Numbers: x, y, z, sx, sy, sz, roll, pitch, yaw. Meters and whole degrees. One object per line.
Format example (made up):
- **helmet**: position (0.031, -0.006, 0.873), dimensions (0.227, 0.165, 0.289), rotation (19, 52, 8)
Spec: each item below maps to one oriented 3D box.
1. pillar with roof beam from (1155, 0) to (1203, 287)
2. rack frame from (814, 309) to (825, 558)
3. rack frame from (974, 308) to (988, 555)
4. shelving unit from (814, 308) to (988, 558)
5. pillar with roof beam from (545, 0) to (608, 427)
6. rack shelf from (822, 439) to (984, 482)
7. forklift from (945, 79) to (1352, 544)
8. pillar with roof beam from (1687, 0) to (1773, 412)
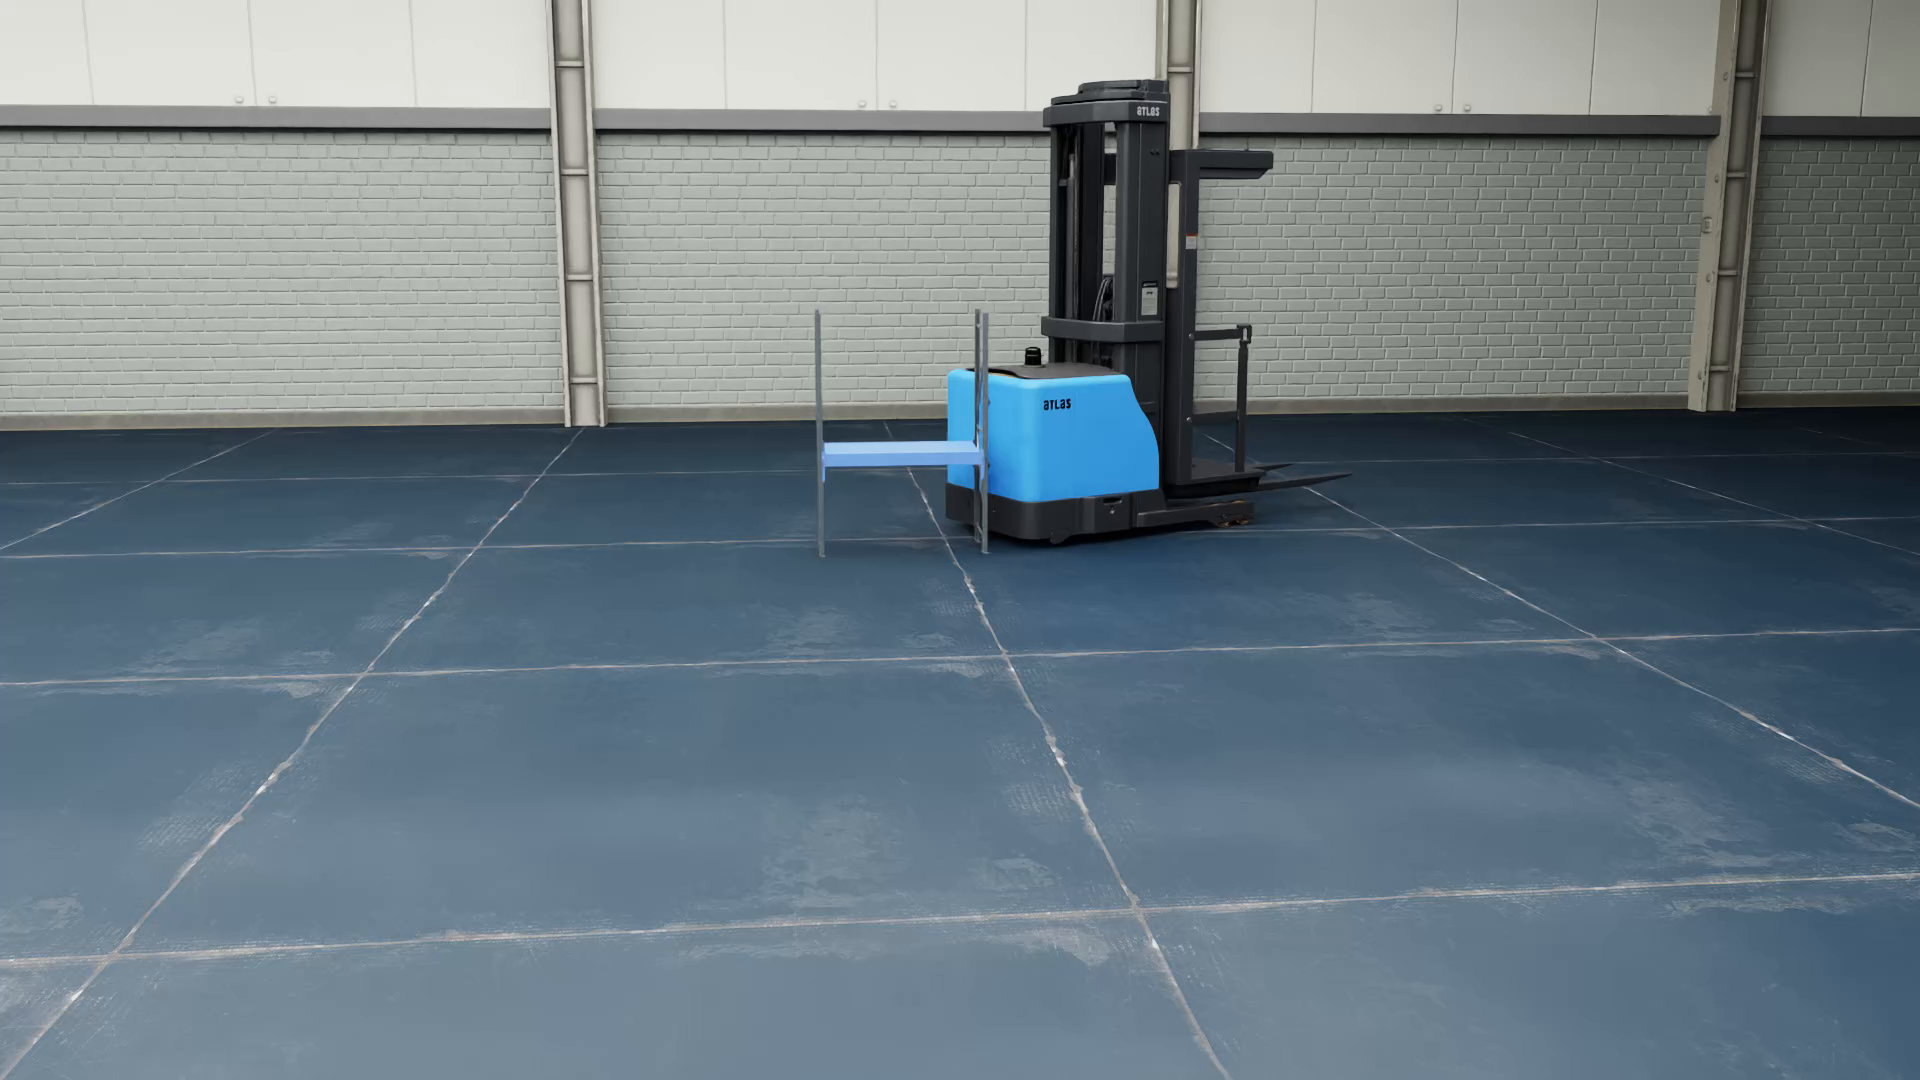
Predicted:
- **pillar with roof beam**: position (2.659, -4.881, 12.367), dimensions (0.400, 9.000, 9.100), rotation (-1, 11, -6)
- **rack frame**: position (-0.880, -0.673, 10.403), dimensions (0.032, 1.500, 0.500), rotation (-1, 11, -6)
- **rack frame**: position (0.132, -0.692, 10.502), dimensions (0.032, 1.500, 0.500), rotation (-1, 11, -6)
- **shelving unit**: position (-0.374, -0.683, 10.453), dimensions (1.048, 1.500, 0.538), rotation (-1, 11, -6)
- **pillar with roof beam**: position (-3.306, -4.756, 11.731), dimensions (0.400, 9.000, 9.100), rotation (-1, 11, -6)
- **rack shelf**: position (-0.374, -0.506, 10.487), dimensions (1.000, 0.185, 0.538), rotation (-1, 11, -6)
- **forklift**: position (1.421, -1.602, 11.419), dimensions (3.031, 2.935, 1.130), rotation (-7, 13, -32)
- **pillar with roof beam**: position (8.624, -5.006, 13.003), dimensions (0.400, 9.000, 9.100), rotation (-1, 11, -6)
